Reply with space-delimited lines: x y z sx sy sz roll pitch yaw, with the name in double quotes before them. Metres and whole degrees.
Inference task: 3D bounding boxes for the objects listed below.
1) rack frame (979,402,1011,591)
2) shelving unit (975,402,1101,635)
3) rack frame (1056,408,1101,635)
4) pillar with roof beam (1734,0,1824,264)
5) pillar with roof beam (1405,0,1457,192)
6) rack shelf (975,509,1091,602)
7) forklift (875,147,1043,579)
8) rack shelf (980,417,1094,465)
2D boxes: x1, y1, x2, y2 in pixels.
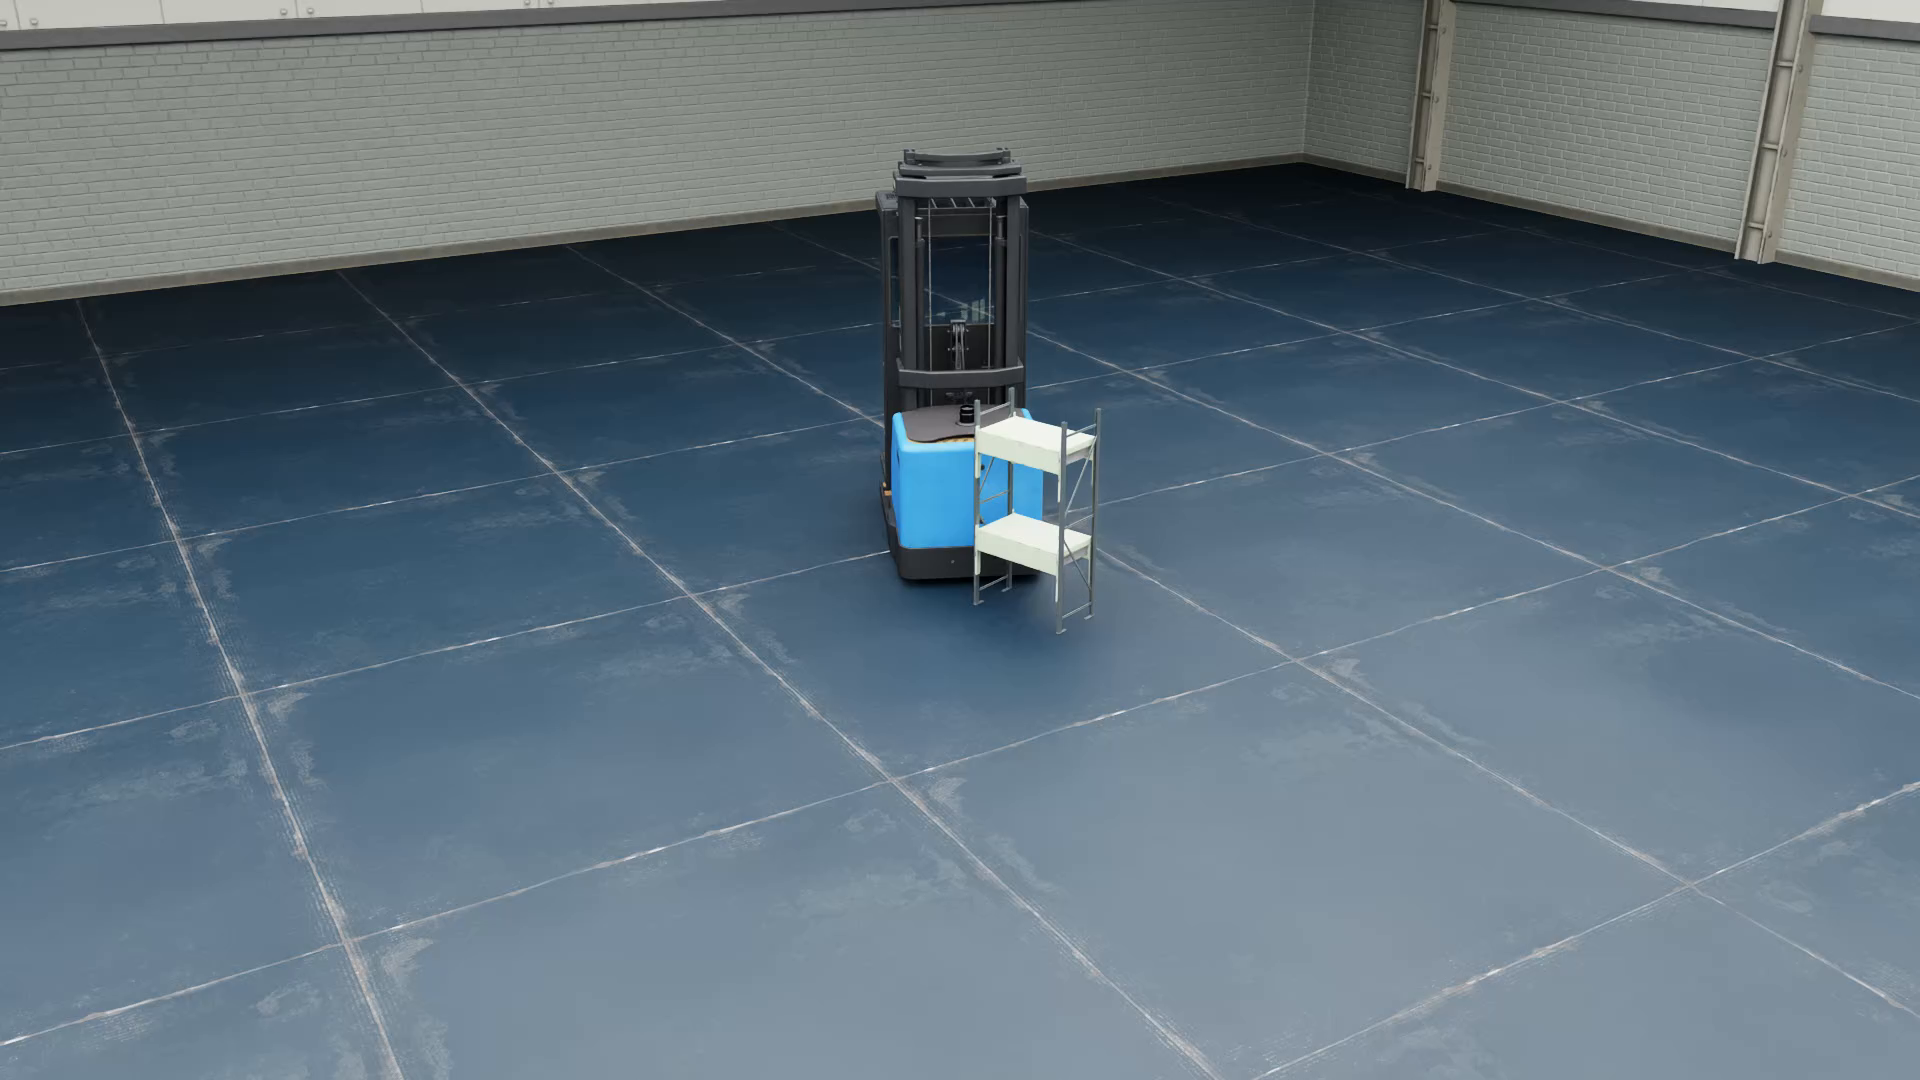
"rack frame" 0.234 -0.293 11.541 0.010 1.308 0.380 18 28 37
"shelving unit" 0.515 -0.203 11.319 0.748 1.500 0.431 18 28 37
"rack frame" 0.790 -0.114 11.100 0.023 1.500 0.400 18 28 37
"pillar with roof beam" 6.757 -7.029 18.153 9.100 9.000 0.400 -13 25 -28
"pillar with roof beam" 3.692 -8.971 22.932 9.100 9.000 0.400 -13 25 -28
"rack shelf" 0.512 0.098 11.444 0.720 0.370 0.431 18 28 37
"forklift" -0.066 -1.591 12.834 1.130 2.935 3.031 -2 22 -6
"rack shelf" 0.512 -0.656 11.137 0.686 0.124 0.368 18 28 37
